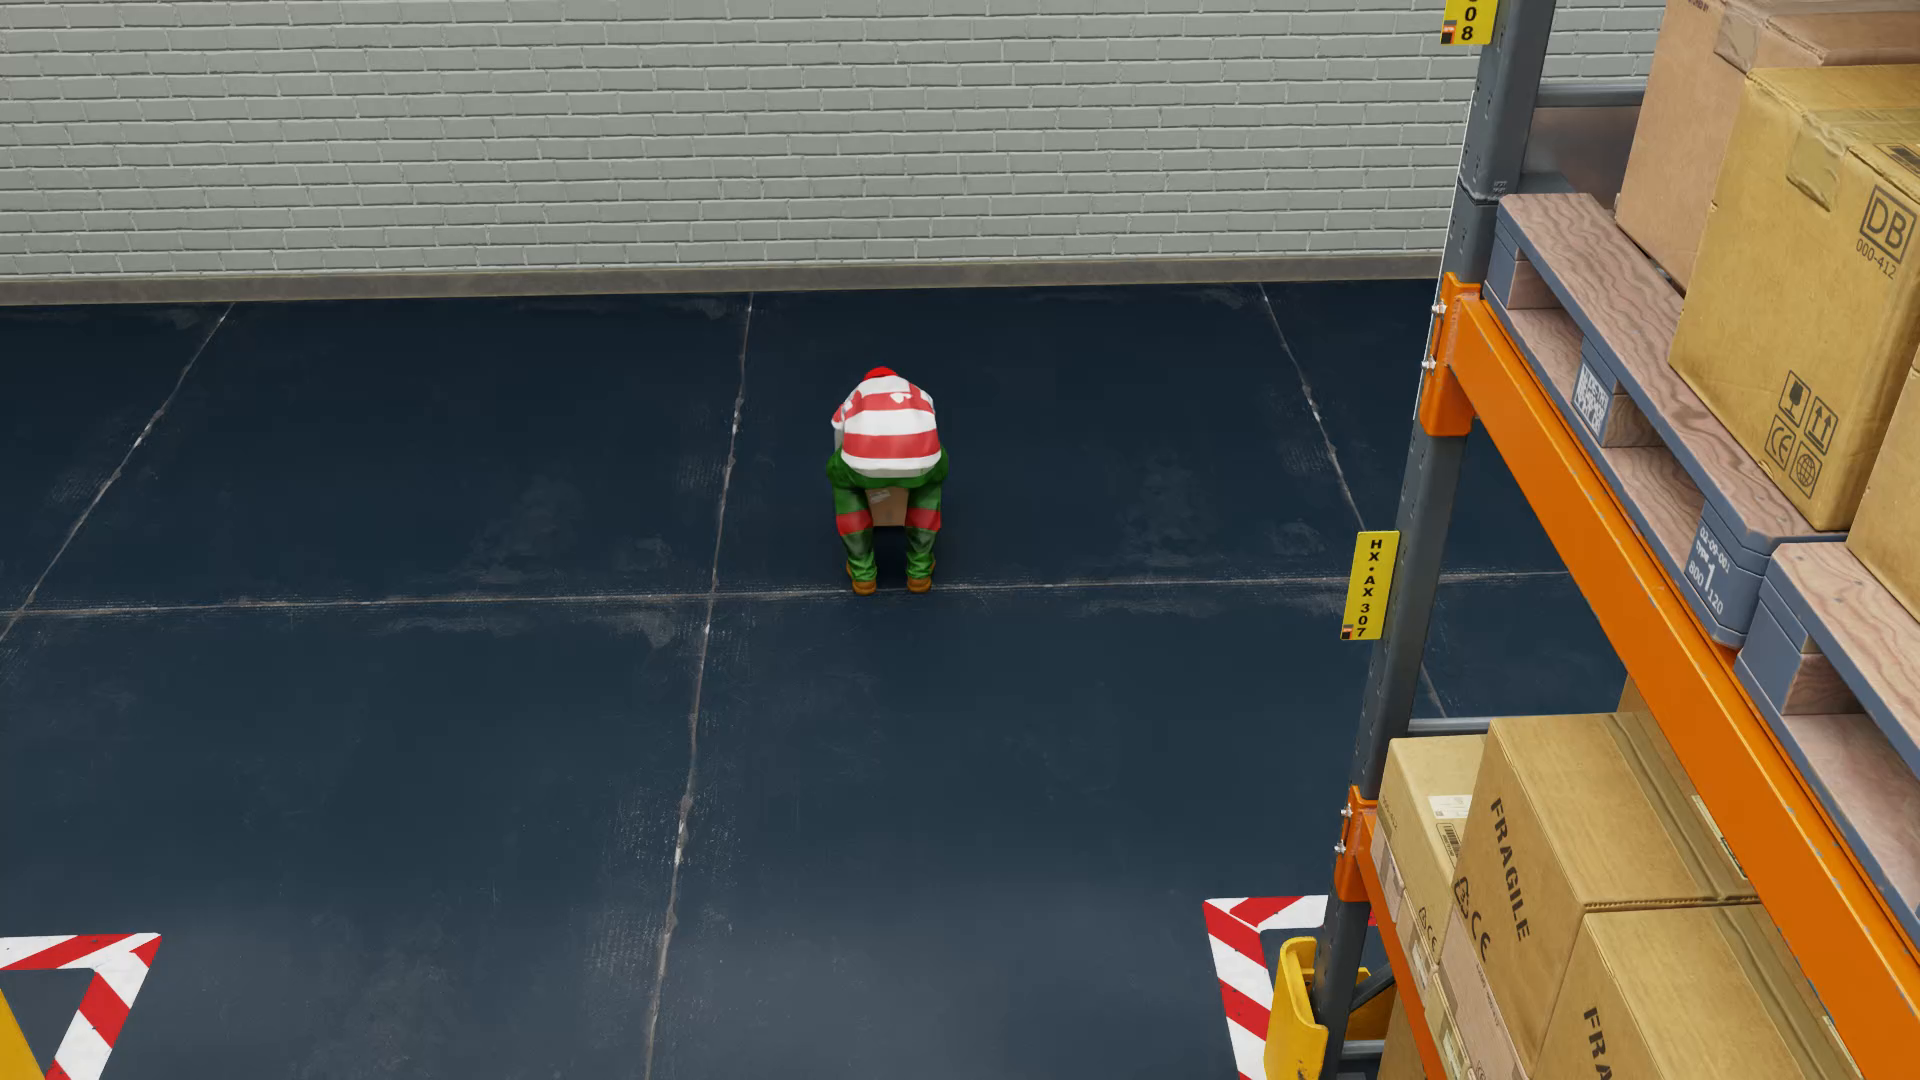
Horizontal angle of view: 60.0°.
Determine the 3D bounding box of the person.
[{"bbox_3d":[-0.324,-0.323,7.310,0.534,0.956,0.949,-3,35,-4],"label":"person"}]
